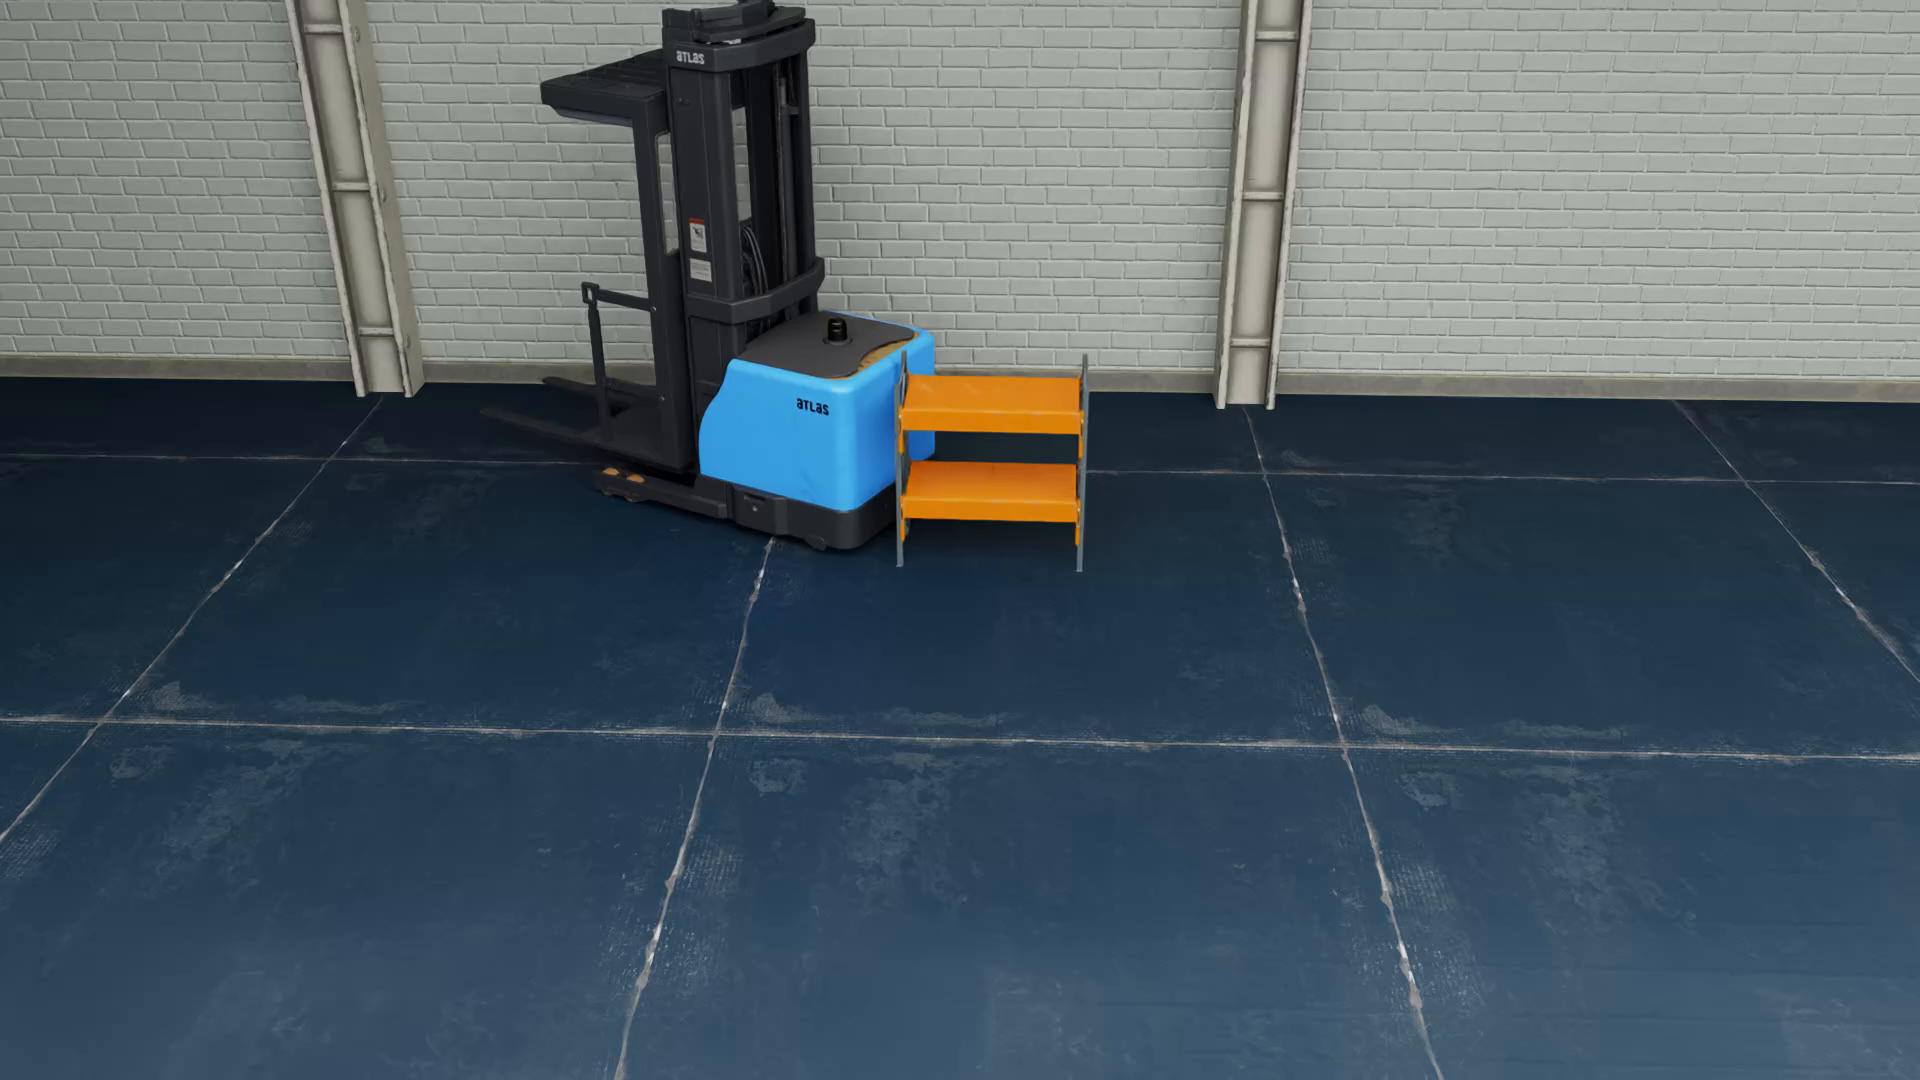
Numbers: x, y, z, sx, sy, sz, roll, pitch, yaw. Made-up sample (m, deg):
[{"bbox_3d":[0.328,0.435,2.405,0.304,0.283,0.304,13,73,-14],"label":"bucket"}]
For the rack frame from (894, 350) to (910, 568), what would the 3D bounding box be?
[{"bbox_3d":[-0.326,-0.457,9.411,0.032,1.125,0.500,2,28,3],"label":"rack frame"}]

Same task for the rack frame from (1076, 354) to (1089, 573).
[{"bbox_3d":[0.689,-0.430,9.360,0.032,1.125,0.500,2,28,3],"label":"rack frame"}]

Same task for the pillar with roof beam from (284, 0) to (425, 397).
[{"bbox_3d":[-4.176,-3.036,5.869,0.400,9.000,9.100,1,28,2],"label":"pillar with roof beam"}]

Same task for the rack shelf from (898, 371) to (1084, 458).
[{"bbox_3d":[0.181,-0.702,9.249,1.000,0.278,0.538,2,28,3],"label":"rack shelf"}]

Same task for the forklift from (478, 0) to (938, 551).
[{"bbox_3d":[-1.672,-1.723,9.872,3.031,2.935,1.130,15,31,26],"label":"forklift"}]

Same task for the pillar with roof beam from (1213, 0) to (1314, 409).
[{"bbox_3d":[1.820,-2.937,5.682,0.400,9.000,9.100,1,28,2],"label":"pillar with roof beam"}]

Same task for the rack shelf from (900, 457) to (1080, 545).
[{"bbox_3d":[0.181,-0.227,9.500,1.000,0.278,0.538,2,28,3],"label":"rack shelf"}]

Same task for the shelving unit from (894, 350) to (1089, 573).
[{"bbox_3d":[0.181,-0.444,9.386,1.048,1.125,0.538,2,28,3],"label":"shelving unit"}]
